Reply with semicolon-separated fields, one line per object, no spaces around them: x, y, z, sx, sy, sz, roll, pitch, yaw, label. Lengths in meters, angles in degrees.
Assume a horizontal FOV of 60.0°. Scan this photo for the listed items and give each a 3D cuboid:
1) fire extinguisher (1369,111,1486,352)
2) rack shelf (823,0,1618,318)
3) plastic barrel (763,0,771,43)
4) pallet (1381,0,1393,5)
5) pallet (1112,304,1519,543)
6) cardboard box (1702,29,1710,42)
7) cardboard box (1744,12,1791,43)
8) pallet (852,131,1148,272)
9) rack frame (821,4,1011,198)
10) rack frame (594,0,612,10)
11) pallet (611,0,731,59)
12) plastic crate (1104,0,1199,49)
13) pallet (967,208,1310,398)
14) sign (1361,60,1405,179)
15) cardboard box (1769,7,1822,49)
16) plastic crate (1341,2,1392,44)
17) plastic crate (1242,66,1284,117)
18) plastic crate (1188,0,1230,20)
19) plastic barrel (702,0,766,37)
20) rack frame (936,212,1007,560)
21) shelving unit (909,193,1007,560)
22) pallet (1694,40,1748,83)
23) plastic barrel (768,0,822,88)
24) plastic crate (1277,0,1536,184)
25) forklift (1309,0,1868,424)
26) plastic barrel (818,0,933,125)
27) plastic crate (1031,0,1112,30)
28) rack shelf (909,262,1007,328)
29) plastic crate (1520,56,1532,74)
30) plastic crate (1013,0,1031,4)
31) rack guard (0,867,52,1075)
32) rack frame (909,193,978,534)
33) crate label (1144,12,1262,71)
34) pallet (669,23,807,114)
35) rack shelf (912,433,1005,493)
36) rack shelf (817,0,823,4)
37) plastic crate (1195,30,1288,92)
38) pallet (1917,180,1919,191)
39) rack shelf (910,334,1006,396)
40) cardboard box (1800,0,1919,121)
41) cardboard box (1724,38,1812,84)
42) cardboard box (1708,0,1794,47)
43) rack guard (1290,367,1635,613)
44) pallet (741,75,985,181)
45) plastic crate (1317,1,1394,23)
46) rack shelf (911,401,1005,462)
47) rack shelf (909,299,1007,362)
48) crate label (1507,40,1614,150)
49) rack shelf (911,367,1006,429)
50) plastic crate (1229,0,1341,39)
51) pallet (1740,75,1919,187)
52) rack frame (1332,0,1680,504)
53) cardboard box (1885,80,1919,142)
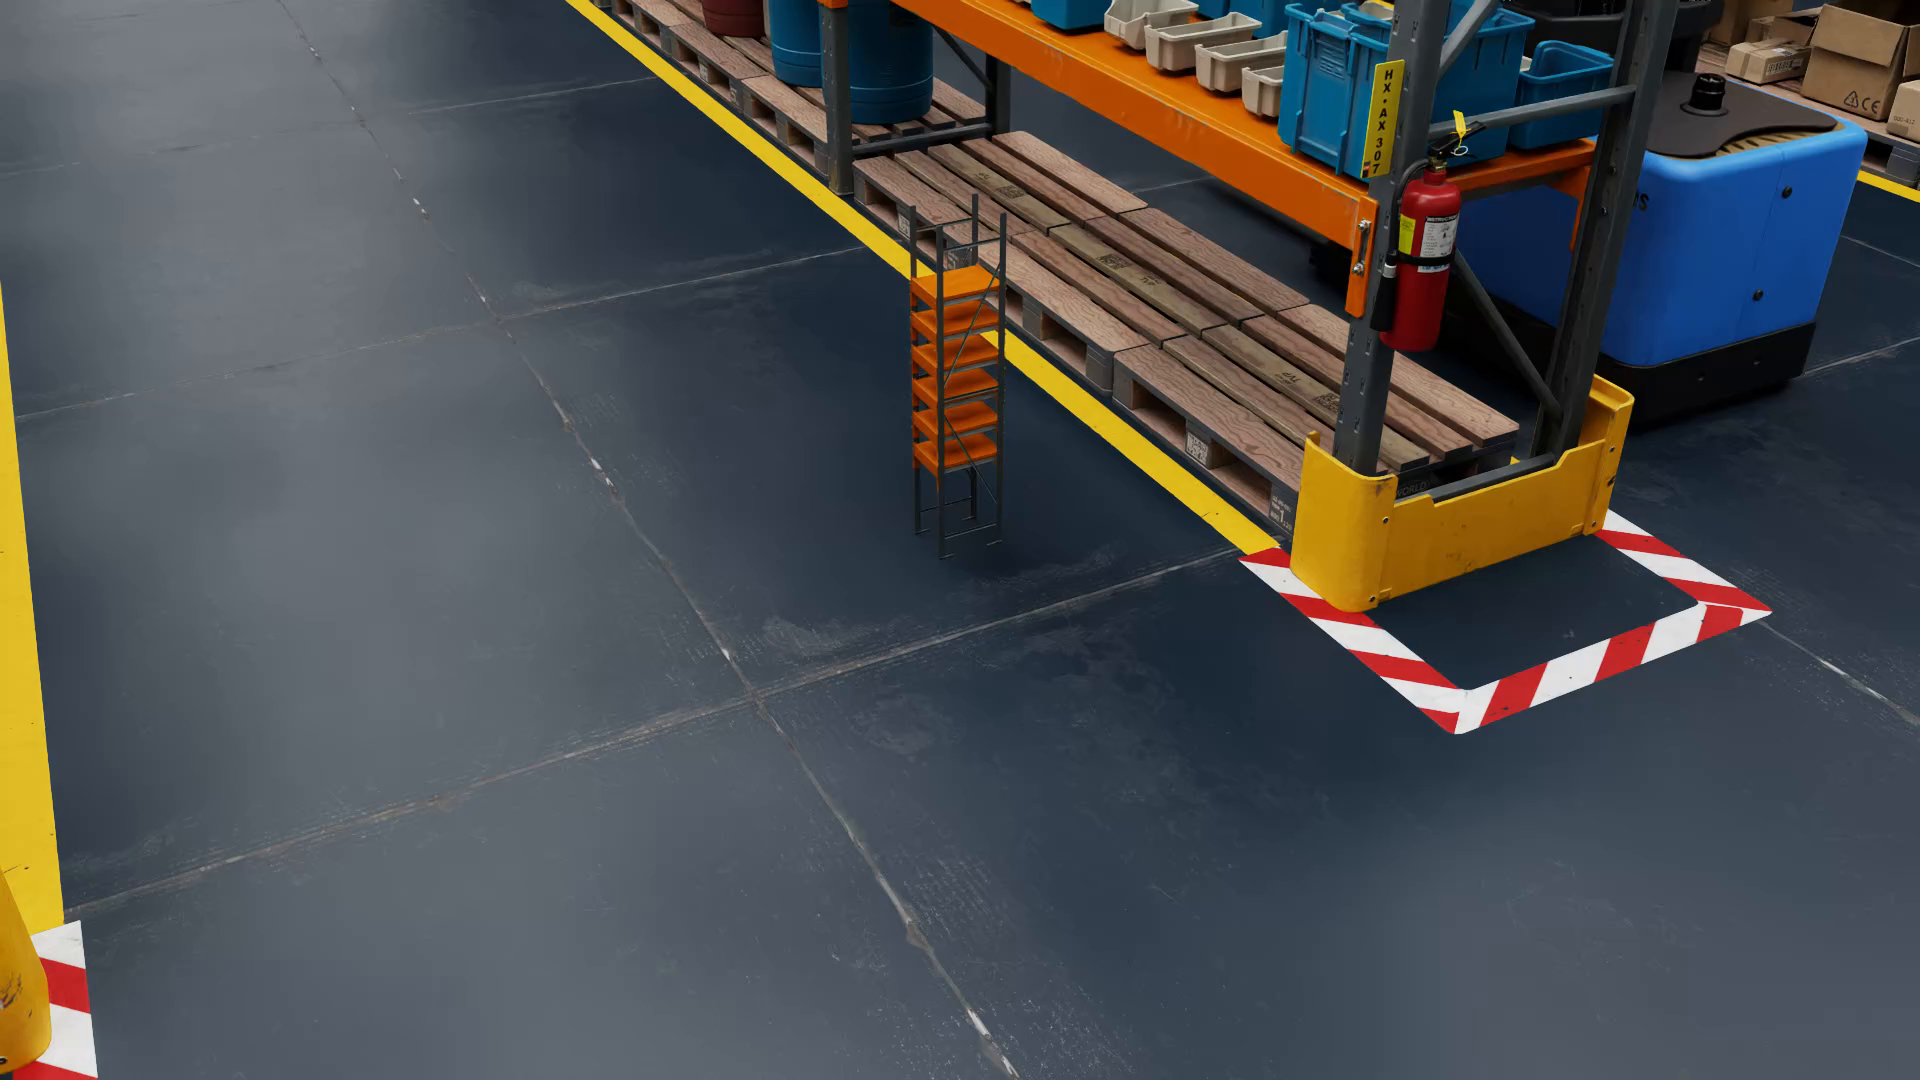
1.329;-0.876;4.754;0.296;0.674;0.183;-16;36;-23;fire extinguisher
0.729;-1.903;6.607;1.077;0.370;4.000;-16;36;-23;rack shelf
-0.957;-3.184;9.856;0.421;0.512;0.421;0;33;0;plastic barrel
3.194;-4.192;12.098;1.003;0.211;1.213;-16;36;-23;pallet
1.311;-0.481;6.305;1.003;0.211;1.213;-16;36;-23;pallet
4.184;-3.203;10.054;0.500;0.311;0.500;-16;36;-23;cardboard box
4.924;-3.025;9.926;0.380;0.149;0.250;-16;36;-23;cardboard box
0.173;-1.645;8.123;1.003;0.211;1.213;-16;36;-23;pallet
-0.204;-3.161;7.903;1.000;3.000;0.127;-16;36;-23;rack frame
-2.069;-5.070;10.882;1.000;3.000;0.127;-16;36;-23;rack frame
-1.664;-3.530;11.064;1.003;0.211;1.213;-16;36;-23;pallet
0.692;-1.915;6.147;0.298;0.136;0.250;-16;36;-23;plastic crate
0.746;-1.062;7.213;1.003;0.211;1.213;-16;36;-23;pallet
1.182;-1.174;4.651;0.100;0.325;0.005;-16;36;-23;sign
5.046;-2.899;9.580;0.500;0.311;0.500;-16;36;-23;cardboard box
1.530;-1.721;5.756;0.416;0.233;0.300;-16;36;-23;plastic crate
1.121;-1.510;5.515;0.396;0.136;0.243;-16;36;-23;plastic crate
1.083;-2.179;6.470;0.416;0.233;0.300;-16;36;-23;plastic crate
-1.299;-3.463;10.221;0.600;0.588;0.708;-16;36;-23;plastic barrel
0.036;-0.468;5.369;0.240;1.200;0.006;-16;36;-23;rack frame
-0.007;-0.512;5.437;0.258;1.200;0.189;-16;36;-23;shelving unit
4.499;-2.903;10.085;1.003;0.211;1.213;-16;36;-23;pallet
-0.773;-3.056;9.295;0.600;0.901;0.708;-16;36;-23;plastic barrel
1.340;-1.405;5.074;0.616;0.435;0.499;-16;36;-23;plastic crate
2.271;-2.447;6.852;1.130;2.935;3.031;-15;36;-22;forklift
-0.442;-2.718;8.768;0.600;0.901;0.708;-16;36;-23;plastic barrel
0.477;-2.122;6.381;0.416;0.233;0.300;-16;36;-23;plastic crate
-0.007;-0.778;5.267;0.258;0.103;0.180;-16;36;-23;rack shelf
1.761;-1.541;5.563;0.250;0.136;0.298;-16;36;-23;plastic crate
0.345;-2.361;6.709;0.437;0.282;0.530;-16;36;-23;plastic crate
-2.709;1.058;3.635;1.175;0.500;0.348;-16;36;-23;rack guard
-0.049;-0.556;5.505;0.240;1.200;0.006;-16;36;-23;rack frame
0.847;-1.778;5.934;0.396;0.136;0.243;-16;36;-23;crate label
-1.100;-2.948;10.156;1.003;0.211;1.213;-16;36;-23;pallet
-0.007;-0.273;5.591;0.258;0.103;0.180;-16;36;-23;rack shelf
-1.136;-3.812;9.587;1.077;0.370;4.000;-16;36;-23;rack shelf
0.998;-1.652;5.736;0.396;0.136;0.243;-16;36;-23;plastic crate
5.637;-1.738;8.267;1.003;0.211;1.213;-16;36;-23;pallet
-0.007;-0.576;5.396;0.258;0.103;0.180;-16;36;-23;rack shelf
5.060;-2.644;9.002;0.797;0.503;0.637;-16;36;-23;cardboard box
4.596;-2.732;9.452;0.380;0.166;0.250;-16;36;-23;cardboard box
4.696;-3.337;10.087;0.500;0.500;0.500;-16;36;-23;cardboard box
1.684;-0.191;5.585;1.175;0.500;0.348;-16;36;-23;rack guard
-0.527;-2.365;9.246;1.003;0.211;1.213;-16;36;-23;pallet
1.445;-1.864;6.068;0.250;0.136;0.298;-16;36;-23;plastic crate
-0.007;-0.374;5.526;0.258;0.103;0.180;-16;36;-23;rack shelf
-0.007;-0.677;5.332;0.258;0.103;0.180;-16;36;-23;rack shelf
1.837;-1.407;5.265;0.416;0.233;0.303;-16;36;-23;crate label
-0.007;-0.475;5.461;0.258;0.103;0.180;-16;36;-23;rack shelf
1.223;-2.036;6.246;0.416;0.233;0.300;-16;36;-23;plastic crate
5.072;-2.320;9.175;1.003;0.211;1.213;-16;36;-23;pallet
1.661;-1.252;4.923;1.000;3.000;0.127;-16;36;-23;rack frame
5.157;-2.182;8.516;0.500;0.250;0.500;-16;36;-23;cardboard box
